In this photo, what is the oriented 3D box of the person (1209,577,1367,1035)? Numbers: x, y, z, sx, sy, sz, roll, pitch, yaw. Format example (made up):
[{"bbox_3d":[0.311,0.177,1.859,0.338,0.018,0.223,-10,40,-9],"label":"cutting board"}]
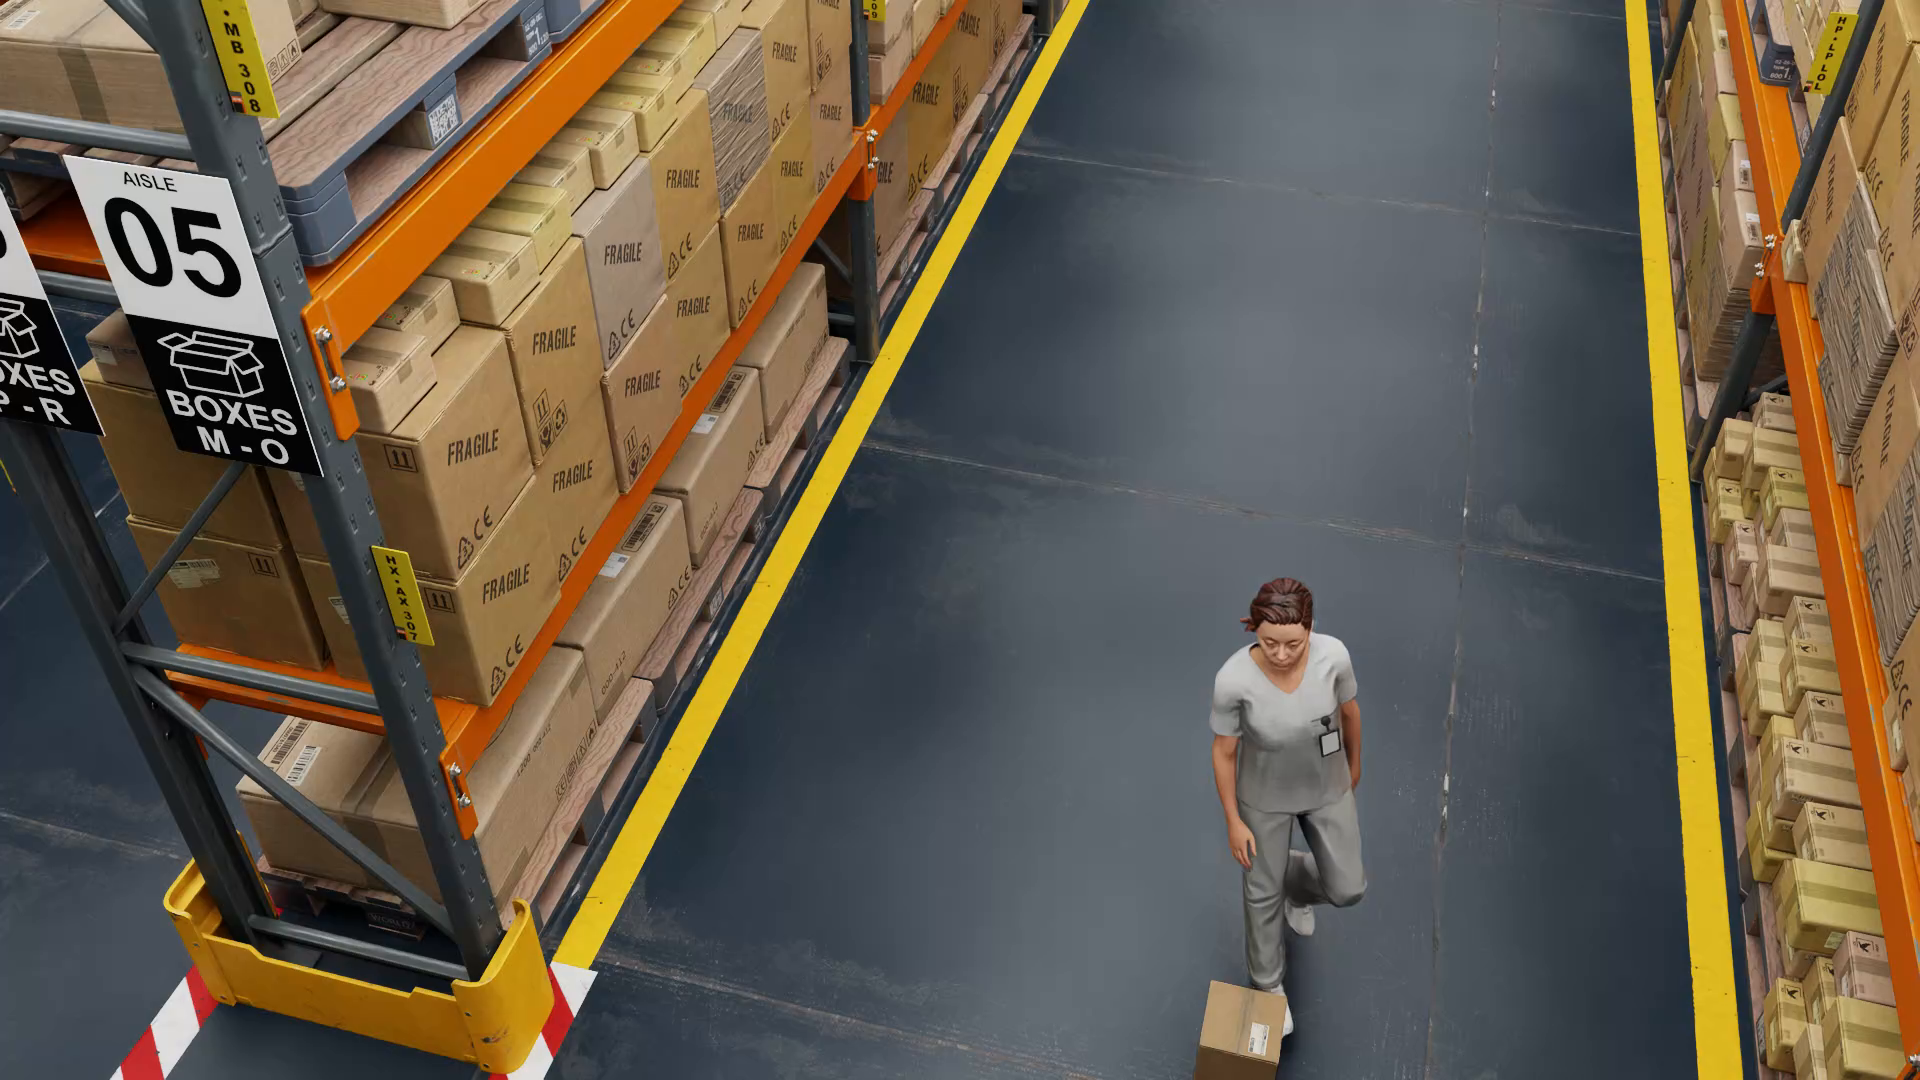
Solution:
[{"bbox_3d":[1.026,0.839,5.187,0.536,1.665,0.592,-2,41,-2],"label":"person"}]
